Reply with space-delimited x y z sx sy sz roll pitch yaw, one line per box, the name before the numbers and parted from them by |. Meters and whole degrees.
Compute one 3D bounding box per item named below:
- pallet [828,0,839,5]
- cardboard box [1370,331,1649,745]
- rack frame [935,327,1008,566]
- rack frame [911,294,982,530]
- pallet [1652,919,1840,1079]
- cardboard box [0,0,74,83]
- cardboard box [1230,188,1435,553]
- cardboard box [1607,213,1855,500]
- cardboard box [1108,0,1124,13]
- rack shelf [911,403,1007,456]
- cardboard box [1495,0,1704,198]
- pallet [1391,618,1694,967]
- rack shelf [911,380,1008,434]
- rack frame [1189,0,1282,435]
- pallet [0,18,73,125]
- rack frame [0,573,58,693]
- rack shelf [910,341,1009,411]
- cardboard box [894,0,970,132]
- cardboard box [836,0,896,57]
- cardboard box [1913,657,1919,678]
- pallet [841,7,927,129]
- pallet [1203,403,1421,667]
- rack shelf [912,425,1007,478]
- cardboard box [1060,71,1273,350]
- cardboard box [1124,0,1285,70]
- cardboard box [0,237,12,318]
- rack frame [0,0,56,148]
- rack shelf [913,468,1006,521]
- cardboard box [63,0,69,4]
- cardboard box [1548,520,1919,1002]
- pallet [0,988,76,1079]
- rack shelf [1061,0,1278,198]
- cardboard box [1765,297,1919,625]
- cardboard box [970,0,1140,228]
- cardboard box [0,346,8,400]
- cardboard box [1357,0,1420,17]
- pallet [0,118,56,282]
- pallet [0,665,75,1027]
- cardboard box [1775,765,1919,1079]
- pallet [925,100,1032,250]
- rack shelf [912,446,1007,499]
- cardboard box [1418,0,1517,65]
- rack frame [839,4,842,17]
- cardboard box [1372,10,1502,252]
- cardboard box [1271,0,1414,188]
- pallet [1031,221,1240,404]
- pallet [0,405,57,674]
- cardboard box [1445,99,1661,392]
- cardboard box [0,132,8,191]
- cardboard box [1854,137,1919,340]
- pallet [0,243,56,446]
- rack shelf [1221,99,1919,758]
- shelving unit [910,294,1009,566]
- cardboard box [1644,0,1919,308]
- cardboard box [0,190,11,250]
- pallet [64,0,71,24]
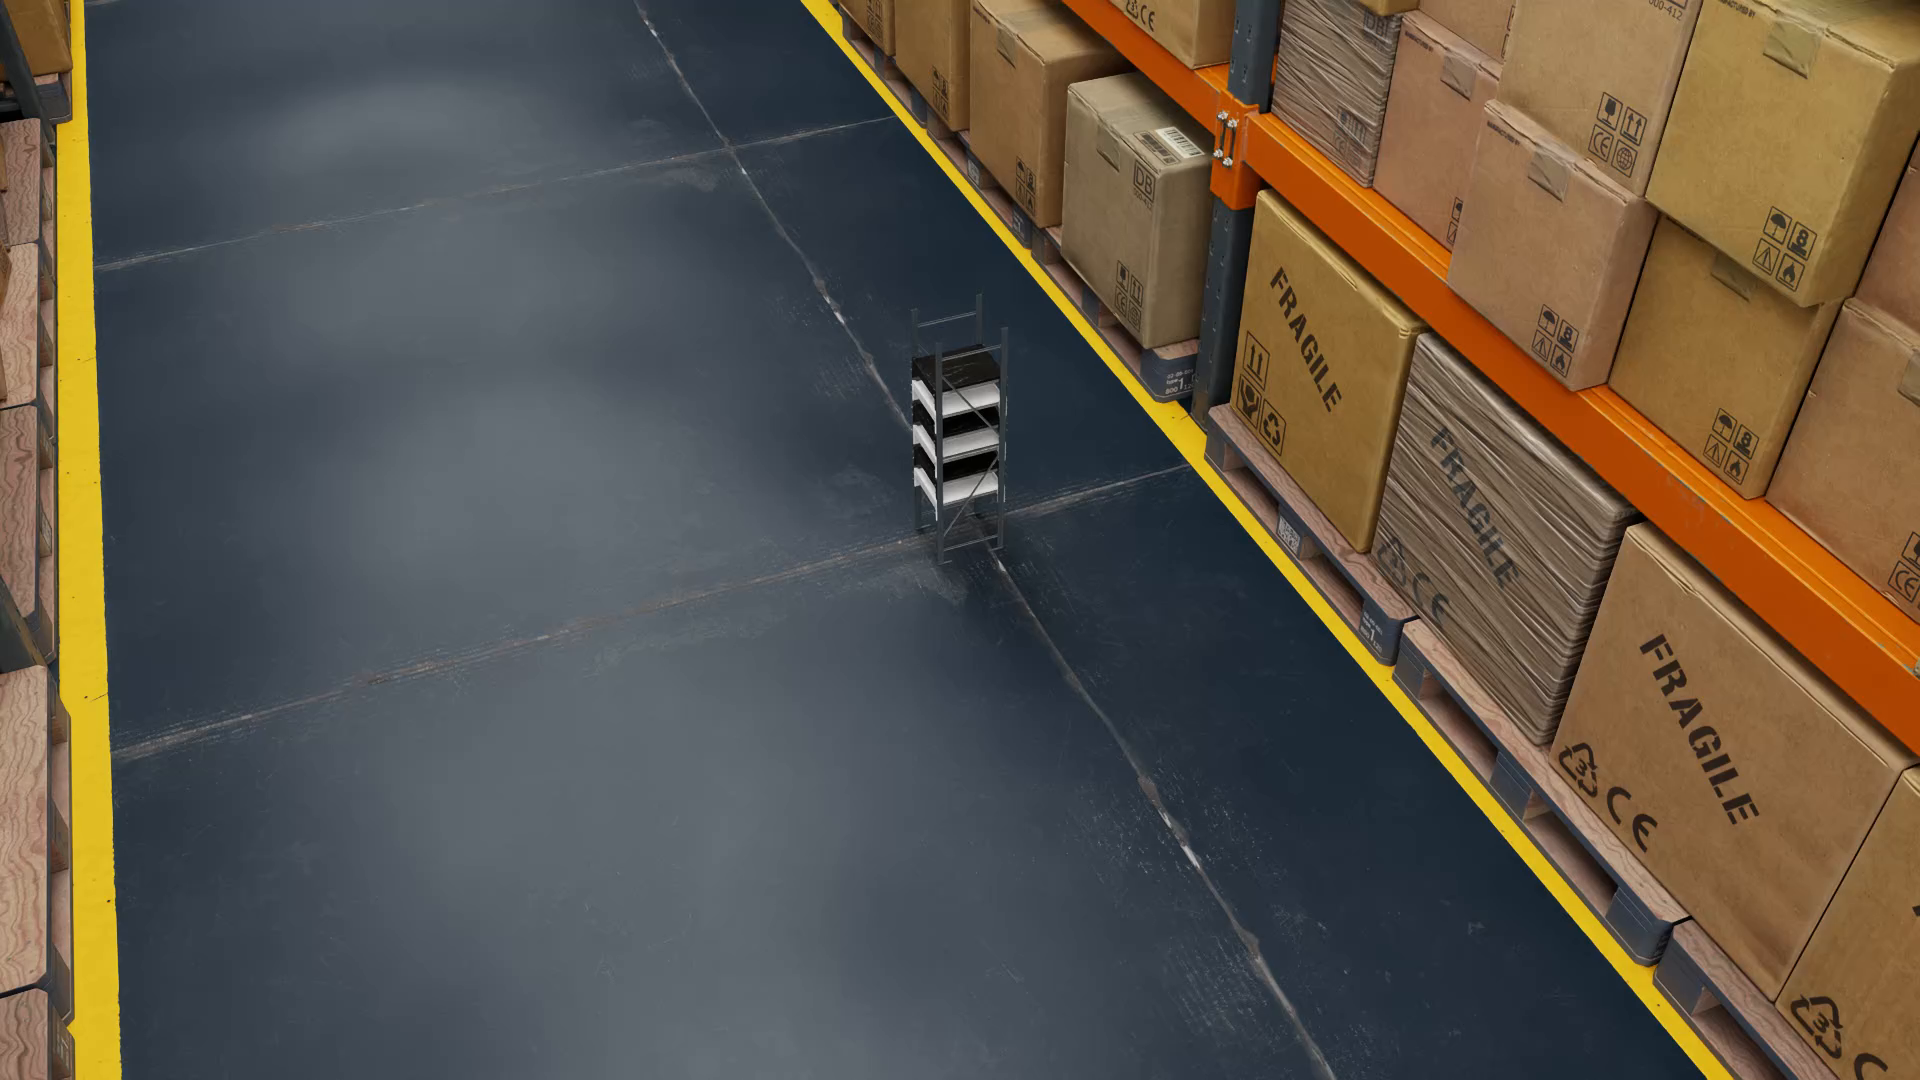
pallet | -0.474 -3.516 9.676 1.003 0.211 1.213 -15 43 -17
cardboard box | 1.879 -0.107 4.882 0.875 0.875 0.875 -15 43 -17
rack frame | 0.036 -0.285 5.391 0.240 0.900 0.006 -15 43 -17
rack frame | -0.042 -0.407 5.534 0.240 0.900 0.006 -15 43 -17
pallet | 2.506 1.313 4.062 1.003 0.211 1.213 -15 43 -17
cardboard box | -5.042 -2.700 7.897 1.225 0.875 0.875 -17 44 -19
cardboard box | 1.530 -0.650 5.512 0.875 0.875 0.875 -14 43 -16
cardboard box | 2.131 -0.555 3.980 0.875 0.550 0.500 -15 43 -17
cardboard box | 0.714 -2.282 6.027 0.500 0.500 0.500 -16 43 -17
rack shelf | -0.003 -0.389 5.425 0.258 0.077 0.200 -15 43 -17
cardboard box | 1.861 -1.266 3.978 0.875 0.550 0.550 -15 43 -17
pallet | 2.044 0.579 4.915 1.003 0.211 1.213 -15 43 -17
rack shelf | -0.003 -0.457 5.367 0.258 0.077 0.200 -15 43 -17
rack frame | 1.354 -1.692 5.417 1.000 3.000 0.127 -15 43 -17
pallet | -5.030 -2.362 8.335 1.003 0.211 1.213 -15 43 -17
rack frame | -3.267 -0.516 4.049 1.000 3.000 0.127 -15 43 -17
rack shelf | -0.003 -0.526 5.308 0.258 0.077 0.200 -15 43 -17
cardboard box | 0.311 -2.493 7.752 1.050 0.750 0.750 -14 43 -16
cardboard box | -0.026 -3.019 8.363 1.050 0.750 0.750 -16 43 -17
cardboard box | 2.470 0.122 3.192 0.875 0.550 0.550 -15 43 -17
pallet | 0.056 -2.551 8.554 1.003 0.211 1.213 -15 43 -17
pallet | 1.573 -0.157 5.771 1.003 0.211 1.213 -15 43 -17
rack shelf | -0.003 -0.321 5.484 0.258 0.077 0.200 -15 43 -17
cardboard box | 1.034 -1.350 6.423 1.050 0.750 0.750 -15 43 -17
cardboard box | 0.908 -1.978 5.673 0.500 0.500 0.500 -15 43 -17
cardboard box | -4.075 -1.075 6.279 0.700 0.500 0.500 -12 42 -13
rack frame | -4.797 -2.925 6.851 1.000 3.000 0.127 -15 43 -17
rack shelf | -0.003 -0.184 5.601 0.258 0.077 0.200 -15 43 -17
cardboard box | -5.376 -3.239 8.523 1.225 0.875 0.875 -15 43 -17
cardboard box | 2.226 0.442 4.243 0.875 0.875 0.875 -16 43 -18
pallet | -2.507 1.673 3.642 1.003 0.211 1.213 -15 43 -17
rack shelf | 0.589 -2.624 7.053 1.077 0.370 4.000 -15 43 -17
cardboard box | 2.372 -0.246 3.621 0.875 0.550 0.550 -15 43 -17
cardboard box | 0.668 -1.932 7.099 1.050 0.750 0.750 -15 43 -17
cardboard box | -3.862 -0.739 5.888 0.700 0.500 0.500 -19 44 -20
cardboard box | 1.464 -1.928 4.748 0.875 0.550 0.550 -15 43 -17
pallet | -4.500 -1.397 7.213 1.003 0.211 1.213 -15 43 -17
pallet | -2.977 0.937 4.498 1.003 0.211 1.213 -15 43 -17
cardboard box | 2.564 0.972 3.627 0.875 0.875 0.875 -15 43 -17
pallet | 0.519 -1.817 7.701 1.003 0.211 1.213 -15 43 -17
rack shelf | -0.003 -0.253 5.543 0.258 0.077 0.200 -15 43 -17
cardboard box | 1.781 -1.625 4.396 0.875 0.550 0.550 -15 43 -17
rack frame | -0.176 -4.102 8.219 1.000 3.000 0.127 -15 43 -17
cardboard box | 1.738 -1.204 4.735 0.875 0.550 0.550 -15 43 -17
cardboard box | 1.506 -1.530 5.113 0.875 0.550 0.550 -15 43 -17
pallet | 0.989 -1.081 6.845 1.003 0.211 1.213 -15 43 -17
pallet | -3.566 0.073 5.503 1.003 0.211 1.213 -15 43 -17
cardboard box | 1.836 -0.850 4.322 0.875 0.550 0.550 -15 43 -17
cardboard box | -4.523 -1.746 7.059 0.700 0.500 0.500 -17 44 -19
cardboard box | 2.394 -0.662 3.276 0.875 0.550 0.550 -15 43 -17
pallet | -4.037 -0.663 6.359 1.003 0.211 1.213 -15 43 -17
rack shelf | 2.119 -0.215 4.251 1.077 0.370 4.000 -15 43 -17
shelving unit | -0.003 -0.346 5.462 0.258 0.900 0.210 -15 43 -17
cardboard box | 2.071 -0.949 3.609 0.875 0.550 0.500 -15 43 -17
cardboard box | -4.299 -1.415 6.674 0.700 0.500 0.500 -19 44 -20
pallet | -5.492 -3.096 9.188 1.003 0.211 1.213 -15 43 -17
